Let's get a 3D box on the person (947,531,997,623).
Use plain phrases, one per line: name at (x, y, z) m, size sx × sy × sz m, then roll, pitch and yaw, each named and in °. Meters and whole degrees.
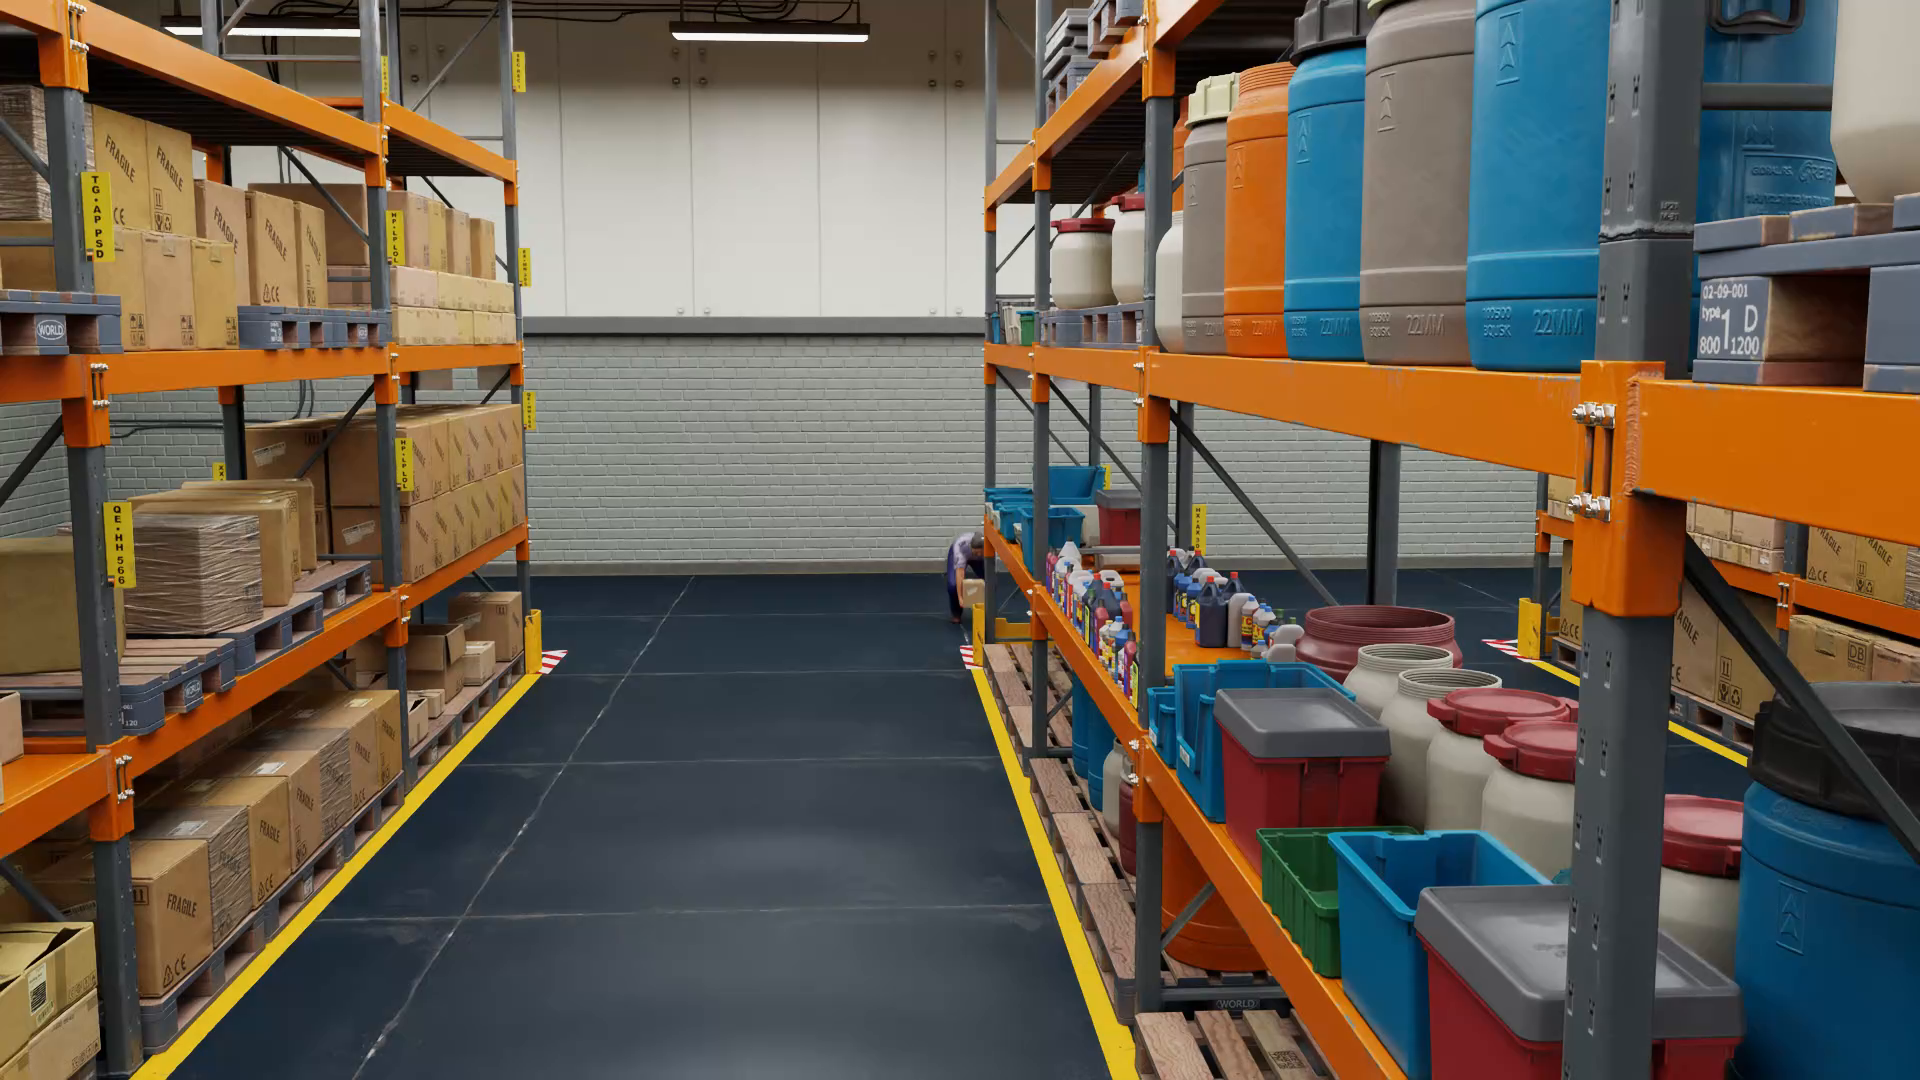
person at (0.119, 0.362, 16.643) m, size 0.507 × 0.975 × 0.891 m, roll -1°, pitch 7°, yaw -6°
